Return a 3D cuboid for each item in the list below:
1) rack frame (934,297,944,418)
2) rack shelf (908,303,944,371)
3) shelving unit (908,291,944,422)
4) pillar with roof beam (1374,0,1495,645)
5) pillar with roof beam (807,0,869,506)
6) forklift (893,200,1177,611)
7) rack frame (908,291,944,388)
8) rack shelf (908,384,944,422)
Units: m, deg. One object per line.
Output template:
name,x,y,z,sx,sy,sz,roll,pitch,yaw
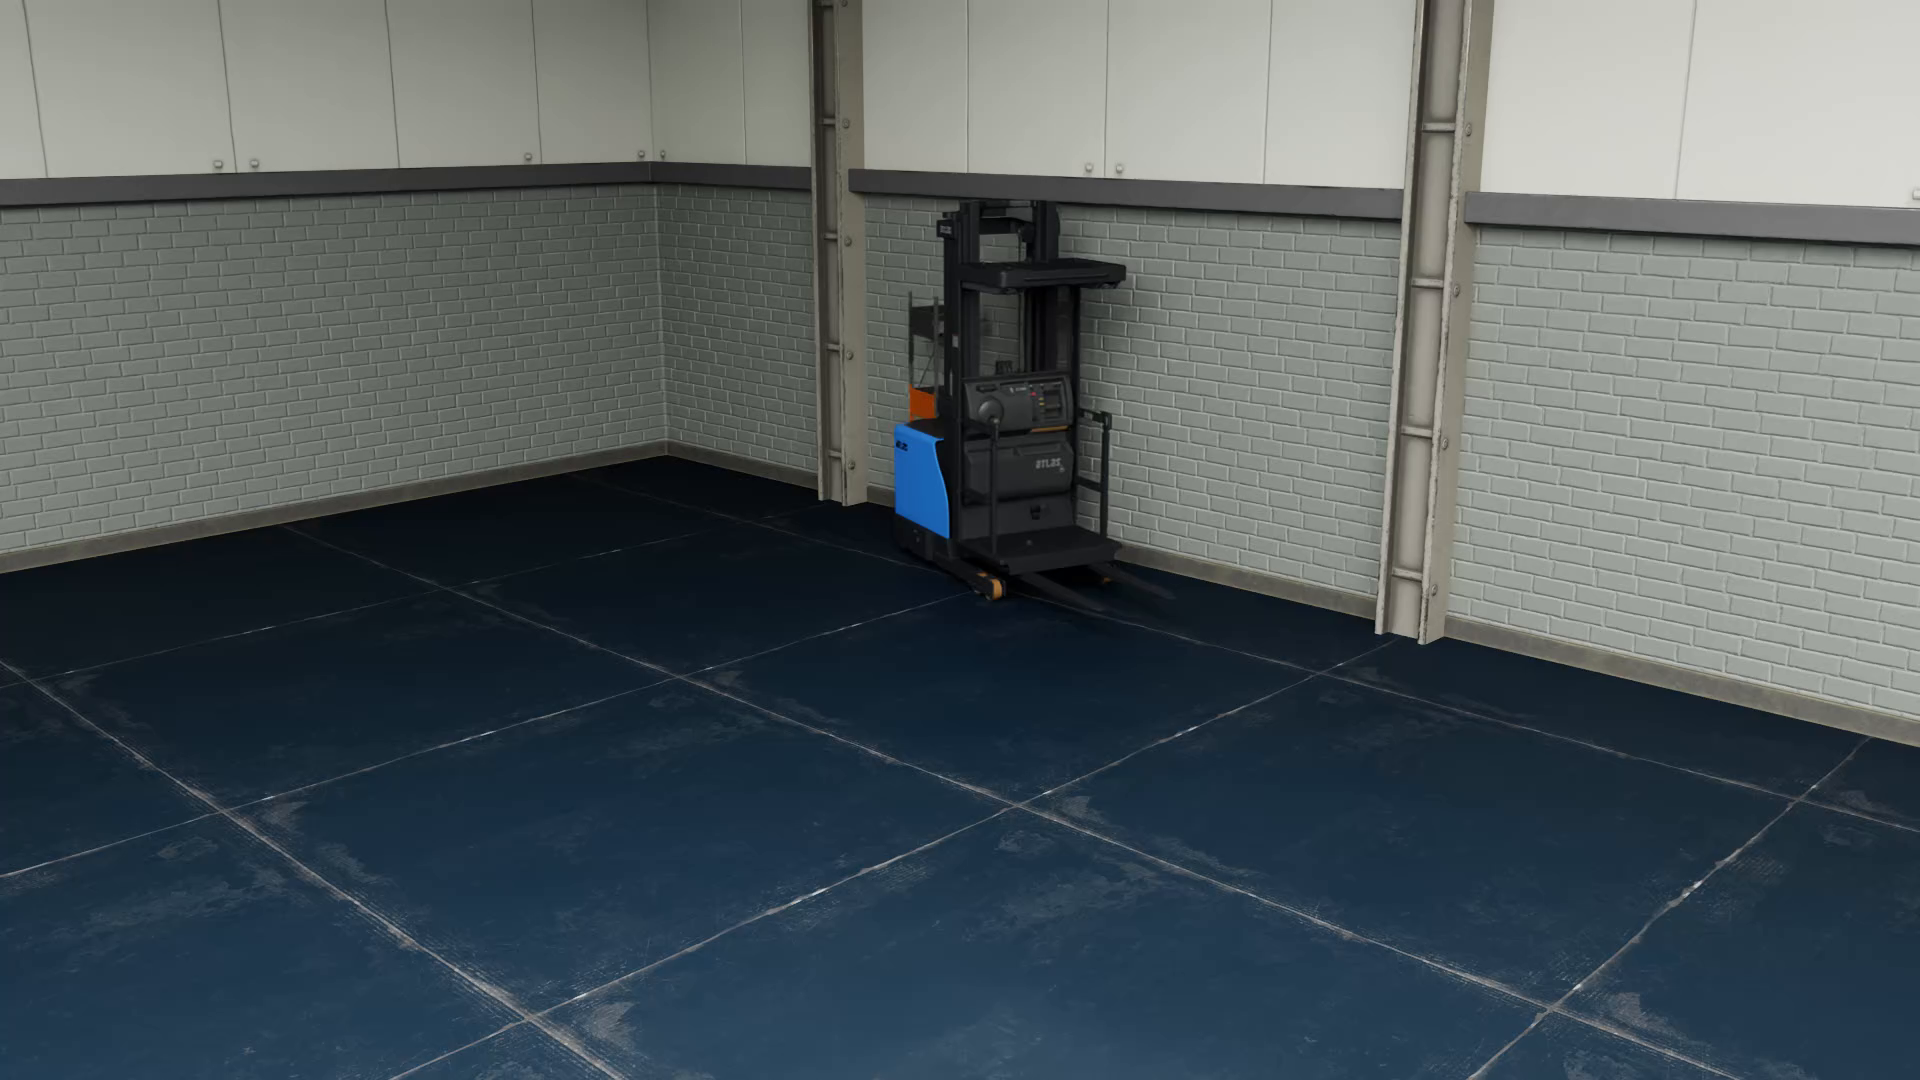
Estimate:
rack frame,-0.038,-1.042,14.265,0.400,2.100,0.015,-7,16,-27
rack shelf,-0.151,-1.761,14.302,0.431,0.518,0.480,-7,16,-27
shelving unit,-0.151,-1.096,14.475,0.431,2.100,0.503,-7,16,-27
pillar with roof beam,0.221,-2.903,7.726,0.400,9.000,9.100,14,20,42
pillar with roof beam,-4.098,-3.953,11.756,0.400,9.000,9.100,14,20,42
forklift,0.564,-1.086,12.788,1.130,2.935,3.031,-8,16,-27
rack frame,-0.264,-1.151,14.684,0.400,2.100,0.015,-7,16,-27
rack shelf,-0.151,-1.083,14.478,0.431,0.518,0.480,-7,16,-27
